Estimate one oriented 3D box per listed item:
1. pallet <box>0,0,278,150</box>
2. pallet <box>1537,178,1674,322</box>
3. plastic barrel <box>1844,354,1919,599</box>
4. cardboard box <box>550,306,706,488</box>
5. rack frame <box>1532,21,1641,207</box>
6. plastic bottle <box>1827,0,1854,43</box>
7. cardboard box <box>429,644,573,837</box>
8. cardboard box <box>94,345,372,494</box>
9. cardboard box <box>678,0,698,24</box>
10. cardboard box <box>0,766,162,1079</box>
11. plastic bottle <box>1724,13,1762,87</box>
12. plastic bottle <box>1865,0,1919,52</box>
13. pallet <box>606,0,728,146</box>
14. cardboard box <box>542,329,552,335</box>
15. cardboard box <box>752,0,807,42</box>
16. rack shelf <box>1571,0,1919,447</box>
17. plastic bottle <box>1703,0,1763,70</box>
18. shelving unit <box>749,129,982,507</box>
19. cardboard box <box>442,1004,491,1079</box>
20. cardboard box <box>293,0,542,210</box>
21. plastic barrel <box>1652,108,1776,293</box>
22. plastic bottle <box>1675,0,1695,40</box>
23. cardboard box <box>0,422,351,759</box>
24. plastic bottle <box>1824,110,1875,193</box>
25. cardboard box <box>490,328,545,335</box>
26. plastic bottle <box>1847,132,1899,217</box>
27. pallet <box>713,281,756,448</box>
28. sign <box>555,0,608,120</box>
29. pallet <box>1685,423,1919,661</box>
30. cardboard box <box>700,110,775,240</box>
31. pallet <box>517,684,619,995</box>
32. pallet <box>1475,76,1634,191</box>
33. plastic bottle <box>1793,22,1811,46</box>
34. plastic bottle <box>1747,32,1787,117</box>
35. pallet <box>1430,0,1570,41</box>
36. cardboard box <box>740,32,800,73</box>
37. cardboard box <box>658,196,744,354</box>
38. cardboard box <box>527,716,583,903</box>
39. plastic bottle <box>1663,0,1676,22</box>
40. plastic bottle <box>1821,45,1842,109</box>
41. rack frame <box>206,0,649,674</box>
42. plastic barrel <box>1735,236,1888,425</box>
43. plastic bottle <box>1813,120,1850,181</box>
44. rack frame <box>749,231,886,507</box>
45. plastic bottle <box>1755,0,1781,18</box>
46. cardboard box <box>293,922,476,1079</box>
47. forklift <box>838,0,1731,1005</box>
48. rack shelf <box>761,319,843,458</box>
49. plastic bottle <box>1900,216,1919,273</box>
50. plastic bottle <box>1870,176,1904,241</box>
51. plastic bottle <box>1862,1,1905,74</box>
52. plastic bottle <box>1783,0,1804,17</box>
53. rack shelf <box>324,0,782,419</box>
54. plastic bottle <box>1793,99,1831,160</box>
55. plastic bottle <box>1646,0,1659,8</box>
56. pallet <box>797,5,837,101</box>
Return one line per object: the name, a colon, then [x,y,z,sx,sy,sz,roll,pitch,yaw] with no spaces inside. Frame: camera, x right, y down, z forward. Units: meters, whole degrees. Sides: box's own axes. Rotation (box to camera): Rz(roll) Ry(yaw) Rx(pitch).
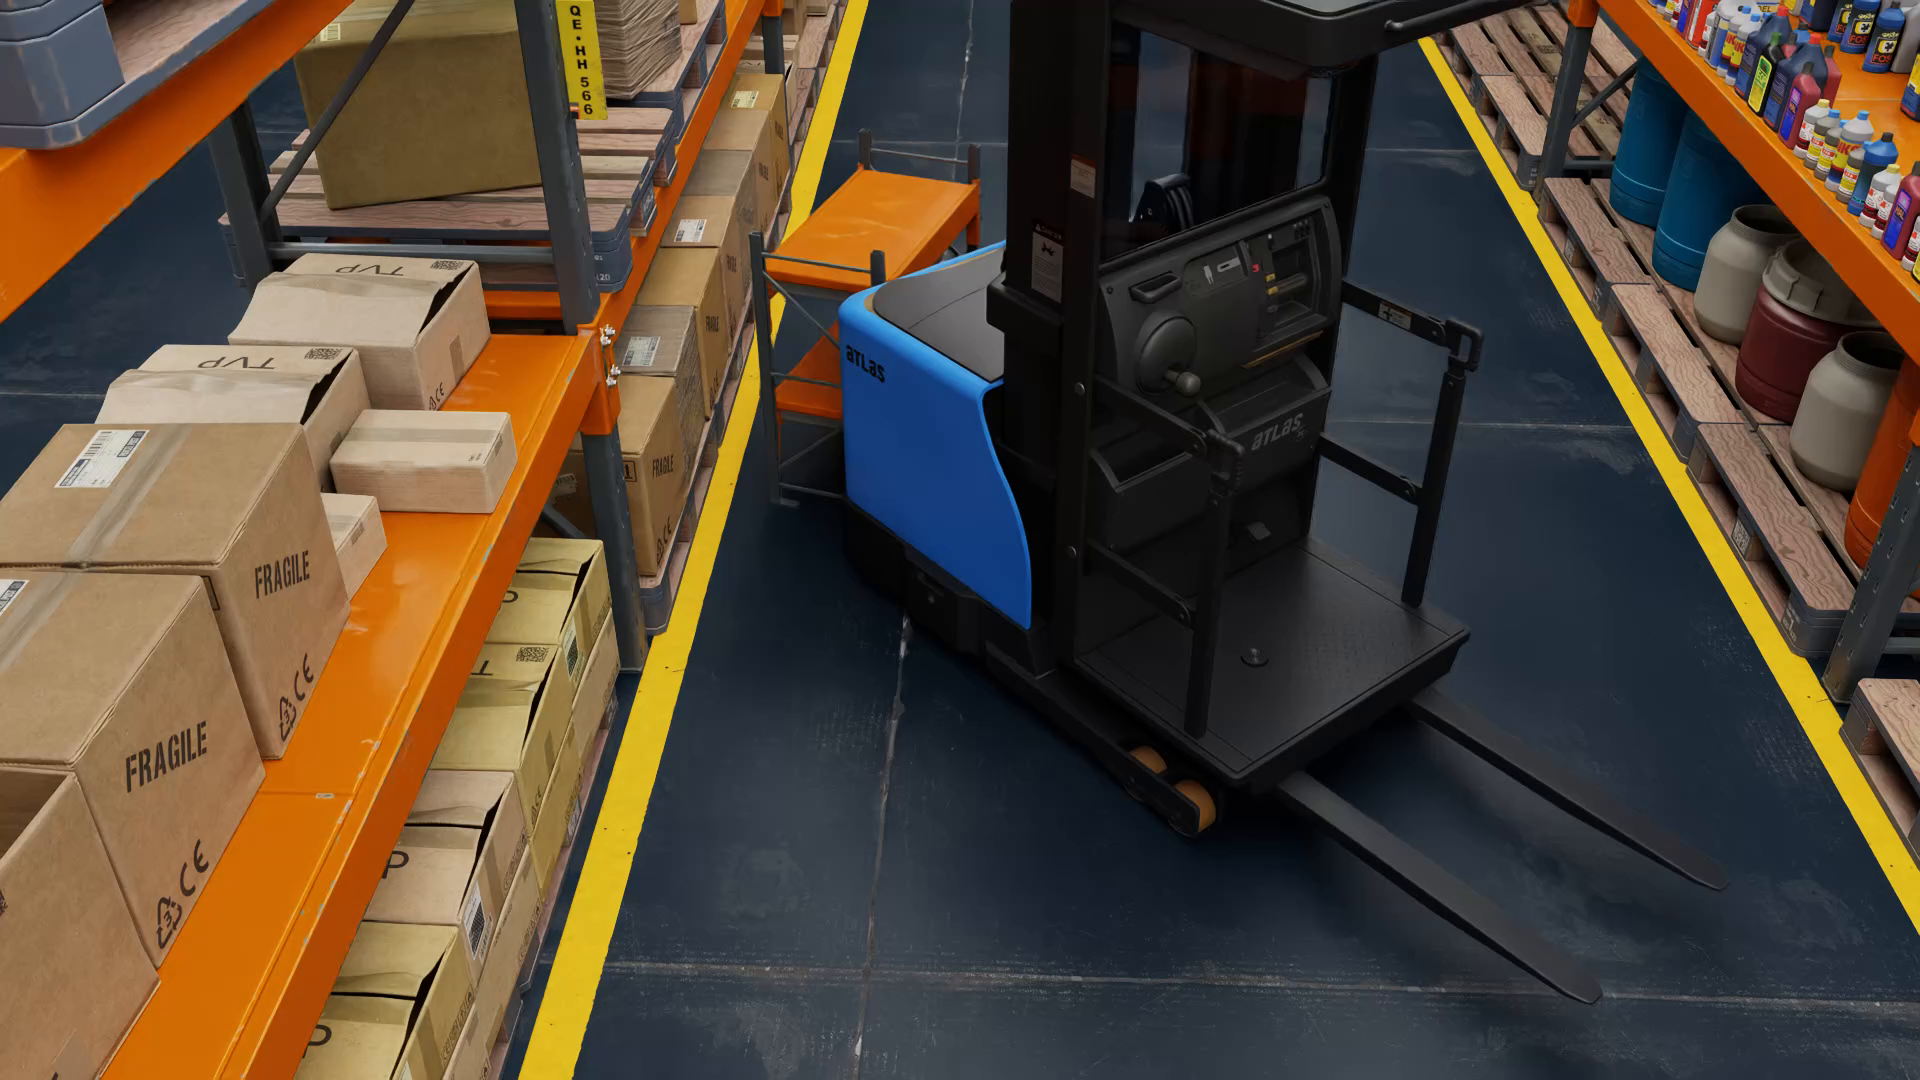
pallet: [-1.549,-0.938,2.532,1.003,0.211,1.213,3,35,4]
pallet: [3.468,-1.421,8.089,1.003,0.211,1.213,1,35,2]
plastic barrel: [3.383,-0.272,5.550,0.600,0.830,0.708,1,35,2]
cardboard box: [-1.250,-0.536,6.195,0.500,0.500,0.500,0,35,0]
rack frame: [3.541,-3.004,7.916,1.000,3.000,0.127,1,35,2]
plastic bottle: [3.688,-2.210,6.898,0.097,0.271,0.097,0,35,0]
cardboard box: [-1.358,0.506,4.459,0.500,0.311,0.500,1,35,1]
cardboard box: [-1.798,-0.277,4.113,0.500,0.311,0.500,1,35,1]
cardboard box: [-1.417,-2.317,6.486,0.700,0.500,0.500,-7,36,-10]
cardboard box: [-1.661,0.691,2.571,0.500,0.500,0.500,4,35,5]
plastic bottle: [3.059,-1.908,6.467,0.097,0.271,0.097,0,35,0]
plastic bottle: [3.808,-2.143,6.798,0.152,0.276,0.135,1,35,2]
pallet: [-1.495,-1.862,6.457,1.003,0.211,1.213,1,35,2]
cardboard box: [-1.766,-0.523,6.177,0.500,0.500,0.500,3,35,4]
cardboard box: [-1.338,-3.359,10.209,0.797,0.503,0.637,1,35,2]
rack shelf: [3.461,-1.561,6.488,1.077,0.370,4.000,1,35,2]
plastic bottle: [3.095,-2.031,6.640,0.152,0.276,0.135,1,35,2]
shelving unit: [-0.330,-0.846,6.475,0.538,1.125,1.048,11,37,16]
cardboard box: [-1.404,1.319,3.791,0.500,0.250,0.500,2,35,3]
cardboard box: [-1.656,-1.400,5.181,0.700,0.500,0.500,-10,36,-14]
plastic barrel: [3.474,-1.599,7.376,0.600,0.901,0.708,1,35,2]
plastic bottle: [3.064,-2.246,6.938,0.061,0.283,0.133,1,35,2]
cardboard box: [-1.620,0.101,3.411,0.500,0.500,0.500,0,35,-1]
plastic bottle: [3.018,-1.318,5.629,0.097,0.271,0.097,0,35,0]
cardboard box: [-1.768,-0.862,6.007,0.500,0.250,0.500,3,35,4]
plastic bottle: [3.010,-1.206,5.470,0.097,0.271,0.097,0,35,0]
pallet: [-1.449,-0.809,7.218,1.003,0.211,1.213,1,35,2]
sign: [-1.014,-1.286,4.464,0.100,0.325,0.005,1,35,2]
pallet: [3.370,-0.019,6.094,1.003,0.211,1.213,1,35,2]
cardboard box: [-1.170,-1.704,7.858,0.500,0.500,0.500,1,35,2]
pallet: [-1.641,0.790,4.942,1.003,0.211,1.213,1,35,2]
pallet: [3.532,-2.287,9.320,1.003,0.211,1.213,1,35,2]
plastic bottle: [3.200,-1.848,6.383,0.097,0.271,0.097,0,35,0]
plastic bottle: [3.029,-1.740,6.219,0.061,0.283,0.133,1,35,2]
pallet: [3.630,-3.689,11.315,1.003,0.211,1.213,1,35,2]
cardboard box: [-1.150,-2.875,9.814,0.380,0.166,0.250,1,35,2]
cardboard box: [-1.209,-1.124,7.032,0.500,0.500,0.500,0,35,0]
cardboard box: [-1.363,0.734,4.622,0.500,0.250,0.500,1,35,1]
plastic bottle: [3.091,-2.334,7.135,0.097,0.201,0.097,0,35,0]
plastic bottle: [3.168,-1.660,6.105,0.061,0.283,0.133,1,35,2]
rack frame: [-1.569,-0.823,4.812,1.000,3.000,0.127,1,35,2]
plastic barrel: [3.428,-0.822,6.543,0.600,0.588,0.708,1,35,2]
plastic bottle: [3.022,-1.345,5.728,0.097,0.201,0.097,0,35,0]
rack frame: [-0.498,-0.570,6.083,0.500,1.125,0.032,11,37,16]
plastic bottle: [3.257,-2.161,6.824,0.152,0.276,0.135,1,35,2]
cardboard box: [-1.403,1.084,3.637,0.500,0.311,0.500,2,35,3]
forklift: [0.895,-0.641,4.613,1.130,2.935,3.031,-25,42,-31]
rack shelf: [-0.330,-0.646,6.615,0.538,0.278,1.000,11,37,16]
plastic bottle: [2.993,-0.933,5.142,0.097,0.201,0.097,0,35,0]
plastic bottle: [3.003,-1.066,5.330,0.097,0.201,0.097,0,35,0]
plastic bottle: [3.673,-2.000,6.599,0.097,0.271,0.097,0,35,0]
plastic bottle: [3.687,-2.452,7.173,0.144,0.351,0.185,1,35,2]
rack shelf: [-1.488,-1.678,6.654,1.077,0.370,4.000,1,35,2]
plastic bottle: [3.030,-1.457,5.888,0.097,0.201,0.097,0,35,0]
plastic bottle: [3.127,-2.486,7.287,0.152,0.276,0.135,1,35,2]
pallet: [-1.333,-3.077,10.445,1.003,0.211,1.213,1,35,2]
